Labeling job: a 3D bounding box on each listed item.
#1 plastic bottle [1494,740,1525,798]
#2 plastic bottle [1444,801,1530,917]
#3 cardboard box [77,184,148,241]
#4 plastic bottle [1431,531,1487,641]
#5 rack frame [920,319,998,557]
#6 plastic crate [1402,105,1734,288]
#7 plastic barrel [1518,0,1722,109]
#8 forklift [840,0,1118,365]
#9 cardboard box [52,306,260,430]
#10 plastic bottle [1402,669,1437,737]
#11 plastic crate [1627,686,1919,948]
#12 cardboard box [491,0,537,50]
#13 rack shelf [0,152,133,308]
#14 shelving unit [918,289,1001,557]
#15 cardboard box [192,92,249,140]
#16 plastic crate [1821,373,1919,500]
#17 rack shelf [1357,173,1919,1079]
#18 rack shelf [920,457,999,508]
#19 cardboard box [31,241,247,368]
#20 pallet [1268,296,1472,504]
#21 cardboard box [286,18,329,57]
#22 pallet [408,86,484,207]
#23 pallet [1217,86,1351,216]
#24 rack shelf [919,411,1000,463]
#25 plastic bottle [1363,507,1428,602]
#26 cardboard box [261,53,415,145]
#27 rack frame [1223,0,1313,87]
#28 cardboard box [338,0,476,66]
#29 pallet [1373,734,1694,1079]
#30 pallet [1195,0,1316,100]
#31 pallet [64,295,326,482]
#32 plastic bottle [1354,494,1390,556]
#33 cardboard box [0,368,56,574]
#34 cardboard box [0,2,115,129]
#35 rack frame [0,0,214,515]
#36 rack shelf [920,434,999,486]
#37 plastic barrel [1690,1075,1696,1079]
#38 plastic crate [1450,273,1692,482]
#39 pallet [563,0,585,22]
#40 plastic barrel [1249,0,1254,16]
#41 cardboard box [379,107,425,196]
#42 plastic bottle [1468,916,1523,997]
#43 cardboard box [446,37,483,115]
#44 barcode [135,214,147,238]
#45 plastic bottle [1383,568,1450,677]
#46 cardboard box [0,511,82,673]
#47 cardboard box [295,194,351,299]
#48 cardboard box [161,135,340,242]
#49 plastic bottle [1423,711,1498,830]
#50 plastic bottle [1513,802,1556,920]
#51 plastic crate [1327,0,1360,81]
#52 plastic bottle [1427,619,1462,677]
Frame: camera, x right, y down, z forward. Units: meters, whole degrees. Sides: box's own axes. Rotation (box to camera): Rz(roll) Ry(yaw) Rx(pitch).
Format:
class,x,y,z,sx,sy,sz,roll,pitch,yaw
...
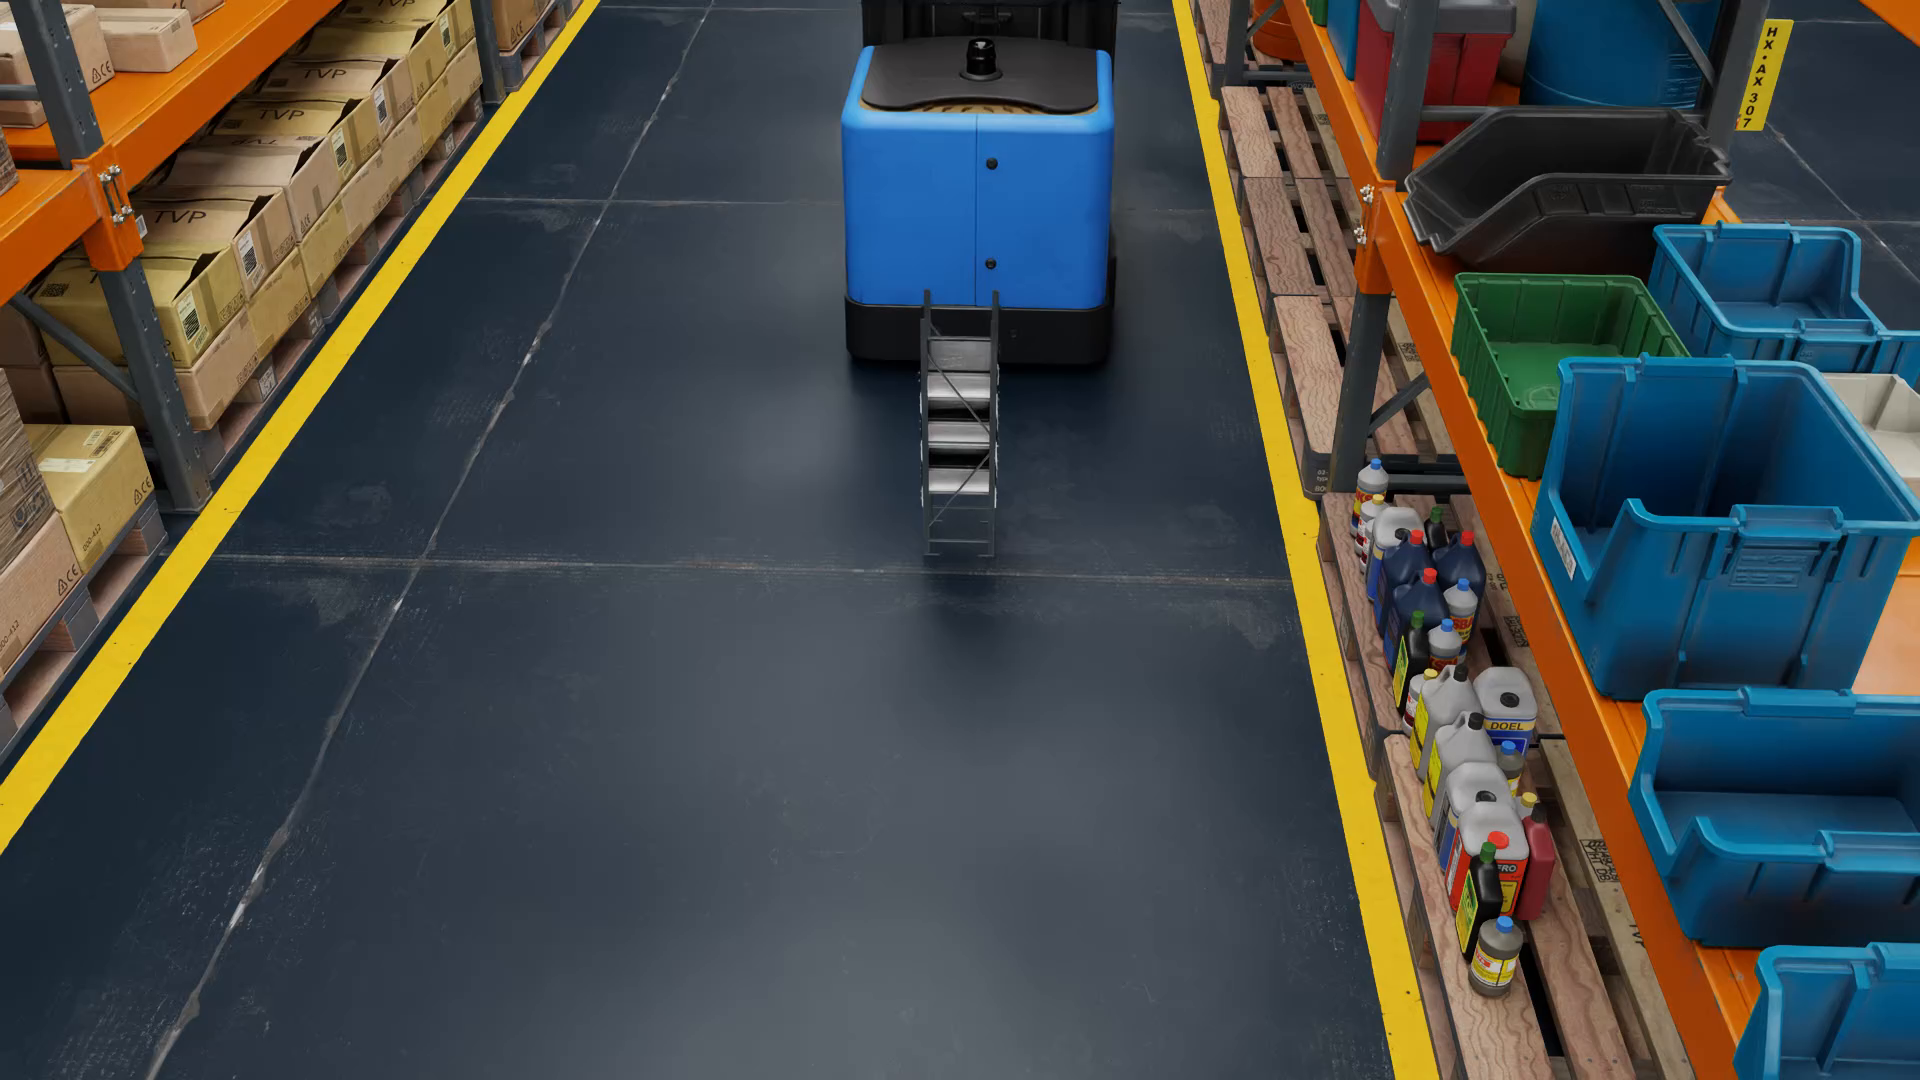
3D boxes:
class,x,y,z,sx,sy,sz,roll,pitch,yaw
plastic bottle,1.409,0.608,4.327,0.097,0.201,0.097,0,35,0
plastic bottle,1.278,0.775,4.024,0.152,0.276,0.135,2,35,2
cardboard box,-3.439,-1.179,6.357,0.500,0.311,0.500,2,35,3
plastic bottle,1.463,0.113,4.901,0.144,0.351,0.185,1,35,2
rack frame,-0.004,-0.314,5.415,0.240,0.900,0.006,1,35,2
plastic crate,1.617,-0.925,4.511,0.767,0.338,0.504,1,35,2
plastic barrel,2.084,-1.668,5.079,0.600,0.901,0.708,1,35,2
forklift,0.139,-2.719,7.070,1.130,2.935,3.031,2,35,2
cardboard box,-2.920,-0.637,6.074,0.500,0.250,0.500,1,35,1
plastic bottle,1.276,0.442,4.564,0.097,0.201,0.097,0,35,0
plastic crate,1.358,0.444,2.639,0.499,0.251,0.408,1,35,2
cardboard box,-2.719,-3.075,9.308,0.500,0.500,0.500,3,35,4
rack shelf,-3.264,0.079,3.654,1.077,0.370,4.000,1,35,2
shelving unit,0.000,-0.373,5.498,0.258,0.900,0.210,1,35,2
cardboard box,-3.393,-1.754,7.176,0.500,0.311,0.500,1,35,1
plastic crate,1.953,-0.201,3.657,0.530,0.136,0.437,1,35,2
rack shelf,1.685,0.196,3.489,1.077,0.370,4.000,1,35,2
rack shelf,0.000,-0.198,5.621,0.258,0.077,0.200,1,35,2
cardboard box,-2.918,-0.872,5.921,0.500,0.311,0.500,1,35,2
pallet,1.758,-0.559,6.362,1.003,0.211,1.213,1,35,2
cardboard box,-3.350,-2.343,8.013,0.500,0.311,0.500,1,35,1
pallet,-3.095,-2.050,8.483,1.003,0.211,1.213,1,35,2
pallet,1.856,-1.961,8.357,1.003,0.211,1.213,1,35,2
rack shelf,0.000,-0.346,5.517,0.258,0.077,0.200,1,35,2
plastic bottle,1.329,0.046,5.062,0.152,0.276,0.135,3,35,4
cardboard box,-2.835,-2.043,7.587,0.500,0.311,0.500,1,35,2
rack frame,1.926,-3.546,8.187,1.000,3.000,0.127,1,35,2
cardboard box,-2.798,-2.632,8.425,0.500,0.311,0.500,2,35,3
pallet,1.651,0.981,4.171,1.003,0.211,1.213,1,35,2
pallet,1.916,-2.859,9.634,1.003,0.211,1.213,1,35,2
pallet,-3.193,-0.648,6.488,1.003,0.211,1.213,1,35,2
plastic bottle,1.311,-0.052,5.266,0.097,0.201,0.097,0,35,0
cardboard box,-3.016,-0.160,4.742,0.500,0.500,0.500,1,35,2
cardboard box,-3.208,-1.587,5.530,0.500,0.250,0.500,3,35,5
rack frame,-3.184,-1.364,5.083,1.000,3.000,0.127,1,35,2
rack shelf,0.000,-0.272,5.569,0.258,0.077,0.200,1,35,2
plastic barrel,1.575,1.228,3.192,0.421,0.512,0.421,0,35,0
plastic crate,1.429,-0.388,3.877,0.450,0.188,0.662,1,35,2
pallet,-2.904,-3.649,10.758,1.003,0.211,1.213,1,35,2
plastic barrel,1.862,-3.308,9.646,0.421,0.512,0.421,0,35,0
cardboard box,-2.841,-1.816,7.752,0.500,0.250,0.500,2,35,3
plastic bottle,1.241,0.950,3.841,0.097,0.201,0.097,0,35,0
cardboard box,-2.800,-2.401,8.584,0.500,0.250,0.500,2,35,3
barcode,-2.757,-1.051,5.594,0.001,0.075,0.075,1,35,2
plastic bottle,1.311,0.219,4.751,0.144,0.351,0.185,0,35,0
cardboard box,-3.014,0.147,4.958,0.500,0.250,0.500,1,35,2
cardboard box,-2.880,-1.229,6.915,0.500,0.250,0.500,0,35,0
cardboard box,-2.873,-1.457,6.753,0.500,0.311,0.500,0,35,0
plastic bottle,1.286,0.570,4.252,0.144,0.351,0.185,3,35,4
plastic bottle,1.384,0.774,4.019,0.061,0.283,0.133,1,35,2
plastic crate,1.499,-1.882,5.833,0.392,0.384,0.575,1,35,2
plastic bottle,1.342,0.336,4.653,0.097,0.271,0.097,0,35,0
